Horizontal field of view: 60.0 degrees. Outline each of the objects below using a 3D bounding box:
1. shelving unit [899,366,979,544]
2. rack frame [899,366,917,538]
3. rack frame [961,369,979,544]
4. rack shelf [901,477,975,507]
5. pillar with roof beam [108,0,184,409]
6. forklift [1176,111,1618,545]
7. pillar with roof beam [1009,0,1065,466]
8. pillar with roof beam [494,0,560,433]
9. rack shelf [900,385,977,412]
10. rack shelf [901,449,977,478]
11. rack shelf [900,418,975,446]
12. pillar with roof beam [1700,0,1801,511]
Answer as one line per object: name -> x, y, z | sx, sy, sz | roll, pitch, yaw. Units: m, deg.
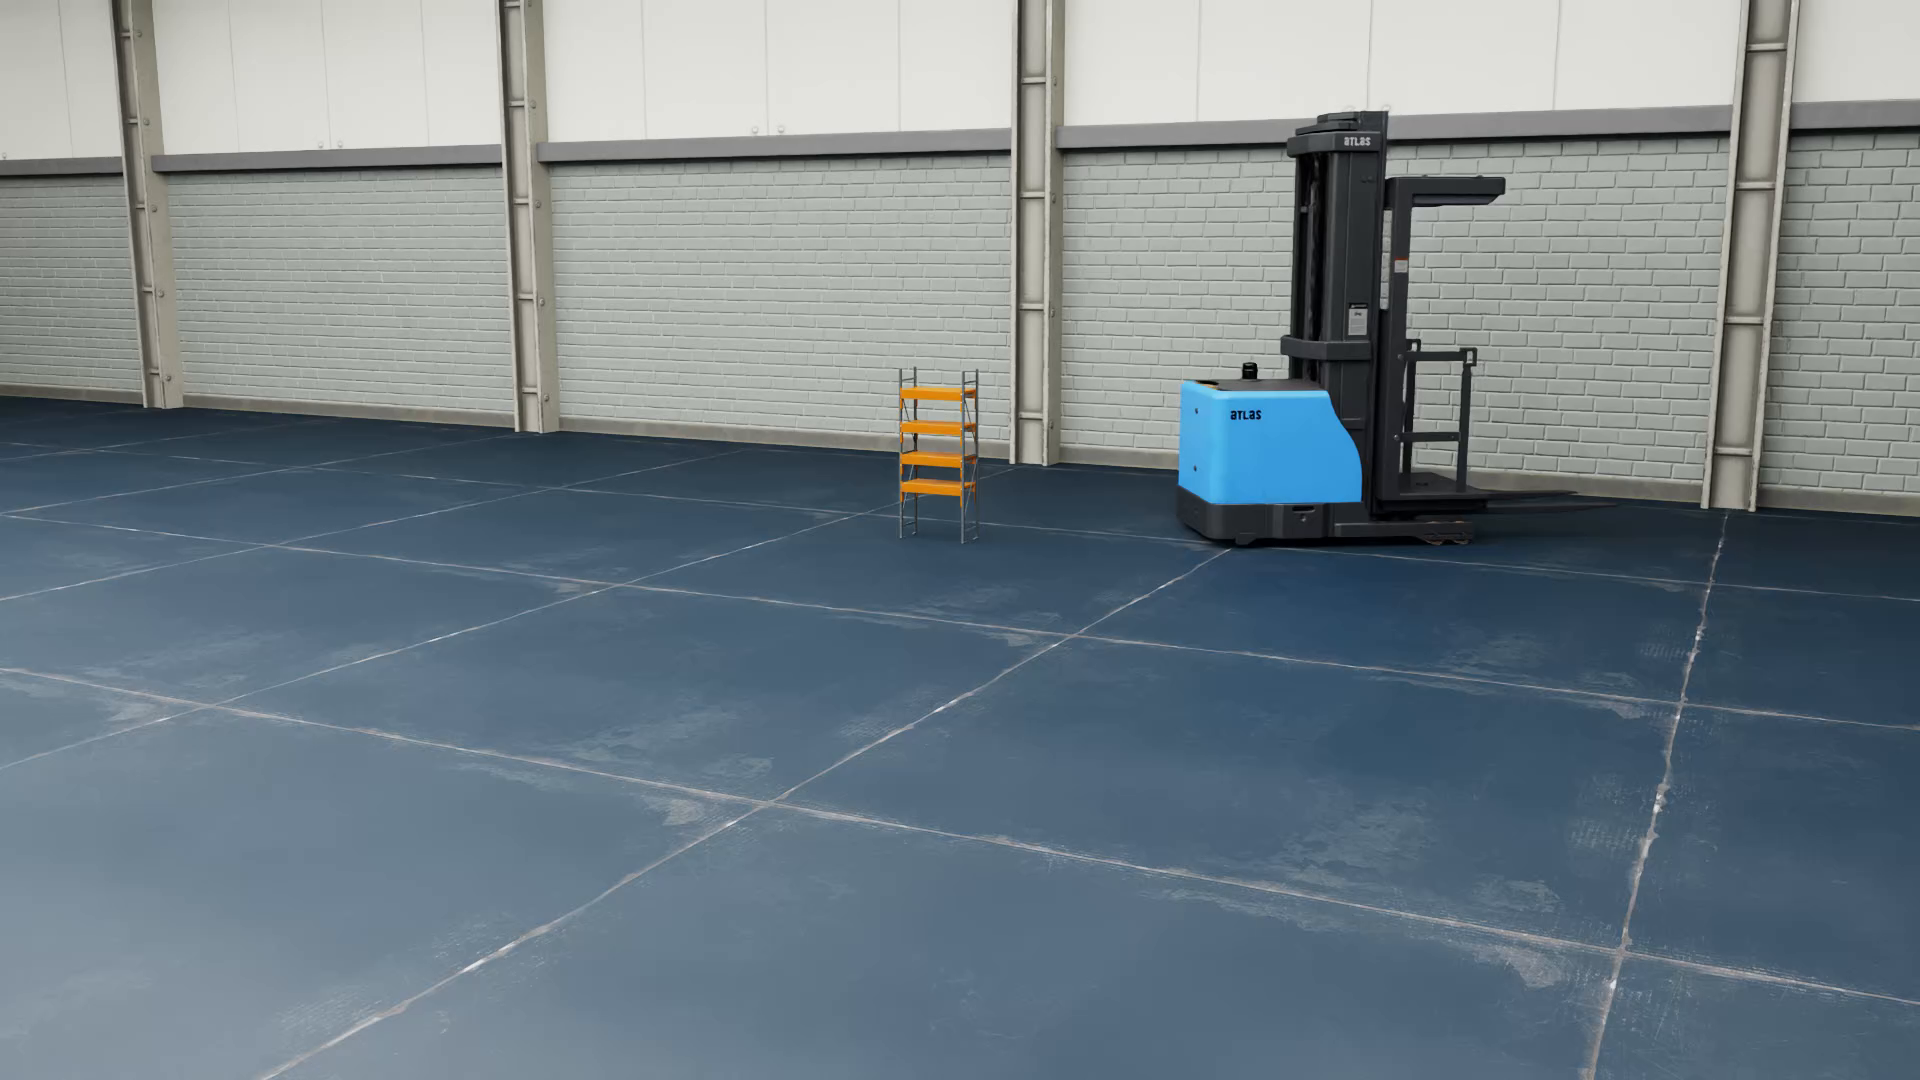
shelving unit -> -0.148, -0.603, 11.695 | 0.503, 1.200, 0.258 | 5, 11, 26
rack frame -> -0.367, -0.623, 11.802 | 0.015, 1.200, 0.240 | 5, 11, 26
rack frame -> 0.070, -0.584, 11.589 | 0.015, 1.200, 0.240 | 5, 11, 26
rack shelf -> -0.148, -0.342, 11.743 | 0.480, 0.148, 0.258 | 5, 11, 26
pillar with roof beam -> -11.955, -5.421, 16.413 | 0.400, 9.000, 9.100 | 5, 11, 26
forklift -> 3.148, -1.498, 11.780 | 3.031, 2.935, 1.130 | -1, 10, -7
pillar with roof beam -> -1.194, -4.475, 11.188 | 0.400, 9.000, 9.100 | 5, 11, 26
pillar with roof beam -> -6.574, -4.948, 13.801 | 0.400, 9.000, 9.100 | 5, 11, 26
rack shelf -> -0.148, -0.990, 11.625 | 0.480, 0.148, 0.258 | 5, 11, 26
rack shelf -> -0.148, -0.537, 11.707 | 0.480, 0.148, 0.258 | 5, 11, 26
rack shelf -> -0.148, -0.757, 11.668 | 0.480, 0.148, 0.258 | 5, 11, 26
pillar with roof beam -> 4.187, -4.002, 8.576 | 0.400, 9.000, 9.100 | 5, 11, 26
